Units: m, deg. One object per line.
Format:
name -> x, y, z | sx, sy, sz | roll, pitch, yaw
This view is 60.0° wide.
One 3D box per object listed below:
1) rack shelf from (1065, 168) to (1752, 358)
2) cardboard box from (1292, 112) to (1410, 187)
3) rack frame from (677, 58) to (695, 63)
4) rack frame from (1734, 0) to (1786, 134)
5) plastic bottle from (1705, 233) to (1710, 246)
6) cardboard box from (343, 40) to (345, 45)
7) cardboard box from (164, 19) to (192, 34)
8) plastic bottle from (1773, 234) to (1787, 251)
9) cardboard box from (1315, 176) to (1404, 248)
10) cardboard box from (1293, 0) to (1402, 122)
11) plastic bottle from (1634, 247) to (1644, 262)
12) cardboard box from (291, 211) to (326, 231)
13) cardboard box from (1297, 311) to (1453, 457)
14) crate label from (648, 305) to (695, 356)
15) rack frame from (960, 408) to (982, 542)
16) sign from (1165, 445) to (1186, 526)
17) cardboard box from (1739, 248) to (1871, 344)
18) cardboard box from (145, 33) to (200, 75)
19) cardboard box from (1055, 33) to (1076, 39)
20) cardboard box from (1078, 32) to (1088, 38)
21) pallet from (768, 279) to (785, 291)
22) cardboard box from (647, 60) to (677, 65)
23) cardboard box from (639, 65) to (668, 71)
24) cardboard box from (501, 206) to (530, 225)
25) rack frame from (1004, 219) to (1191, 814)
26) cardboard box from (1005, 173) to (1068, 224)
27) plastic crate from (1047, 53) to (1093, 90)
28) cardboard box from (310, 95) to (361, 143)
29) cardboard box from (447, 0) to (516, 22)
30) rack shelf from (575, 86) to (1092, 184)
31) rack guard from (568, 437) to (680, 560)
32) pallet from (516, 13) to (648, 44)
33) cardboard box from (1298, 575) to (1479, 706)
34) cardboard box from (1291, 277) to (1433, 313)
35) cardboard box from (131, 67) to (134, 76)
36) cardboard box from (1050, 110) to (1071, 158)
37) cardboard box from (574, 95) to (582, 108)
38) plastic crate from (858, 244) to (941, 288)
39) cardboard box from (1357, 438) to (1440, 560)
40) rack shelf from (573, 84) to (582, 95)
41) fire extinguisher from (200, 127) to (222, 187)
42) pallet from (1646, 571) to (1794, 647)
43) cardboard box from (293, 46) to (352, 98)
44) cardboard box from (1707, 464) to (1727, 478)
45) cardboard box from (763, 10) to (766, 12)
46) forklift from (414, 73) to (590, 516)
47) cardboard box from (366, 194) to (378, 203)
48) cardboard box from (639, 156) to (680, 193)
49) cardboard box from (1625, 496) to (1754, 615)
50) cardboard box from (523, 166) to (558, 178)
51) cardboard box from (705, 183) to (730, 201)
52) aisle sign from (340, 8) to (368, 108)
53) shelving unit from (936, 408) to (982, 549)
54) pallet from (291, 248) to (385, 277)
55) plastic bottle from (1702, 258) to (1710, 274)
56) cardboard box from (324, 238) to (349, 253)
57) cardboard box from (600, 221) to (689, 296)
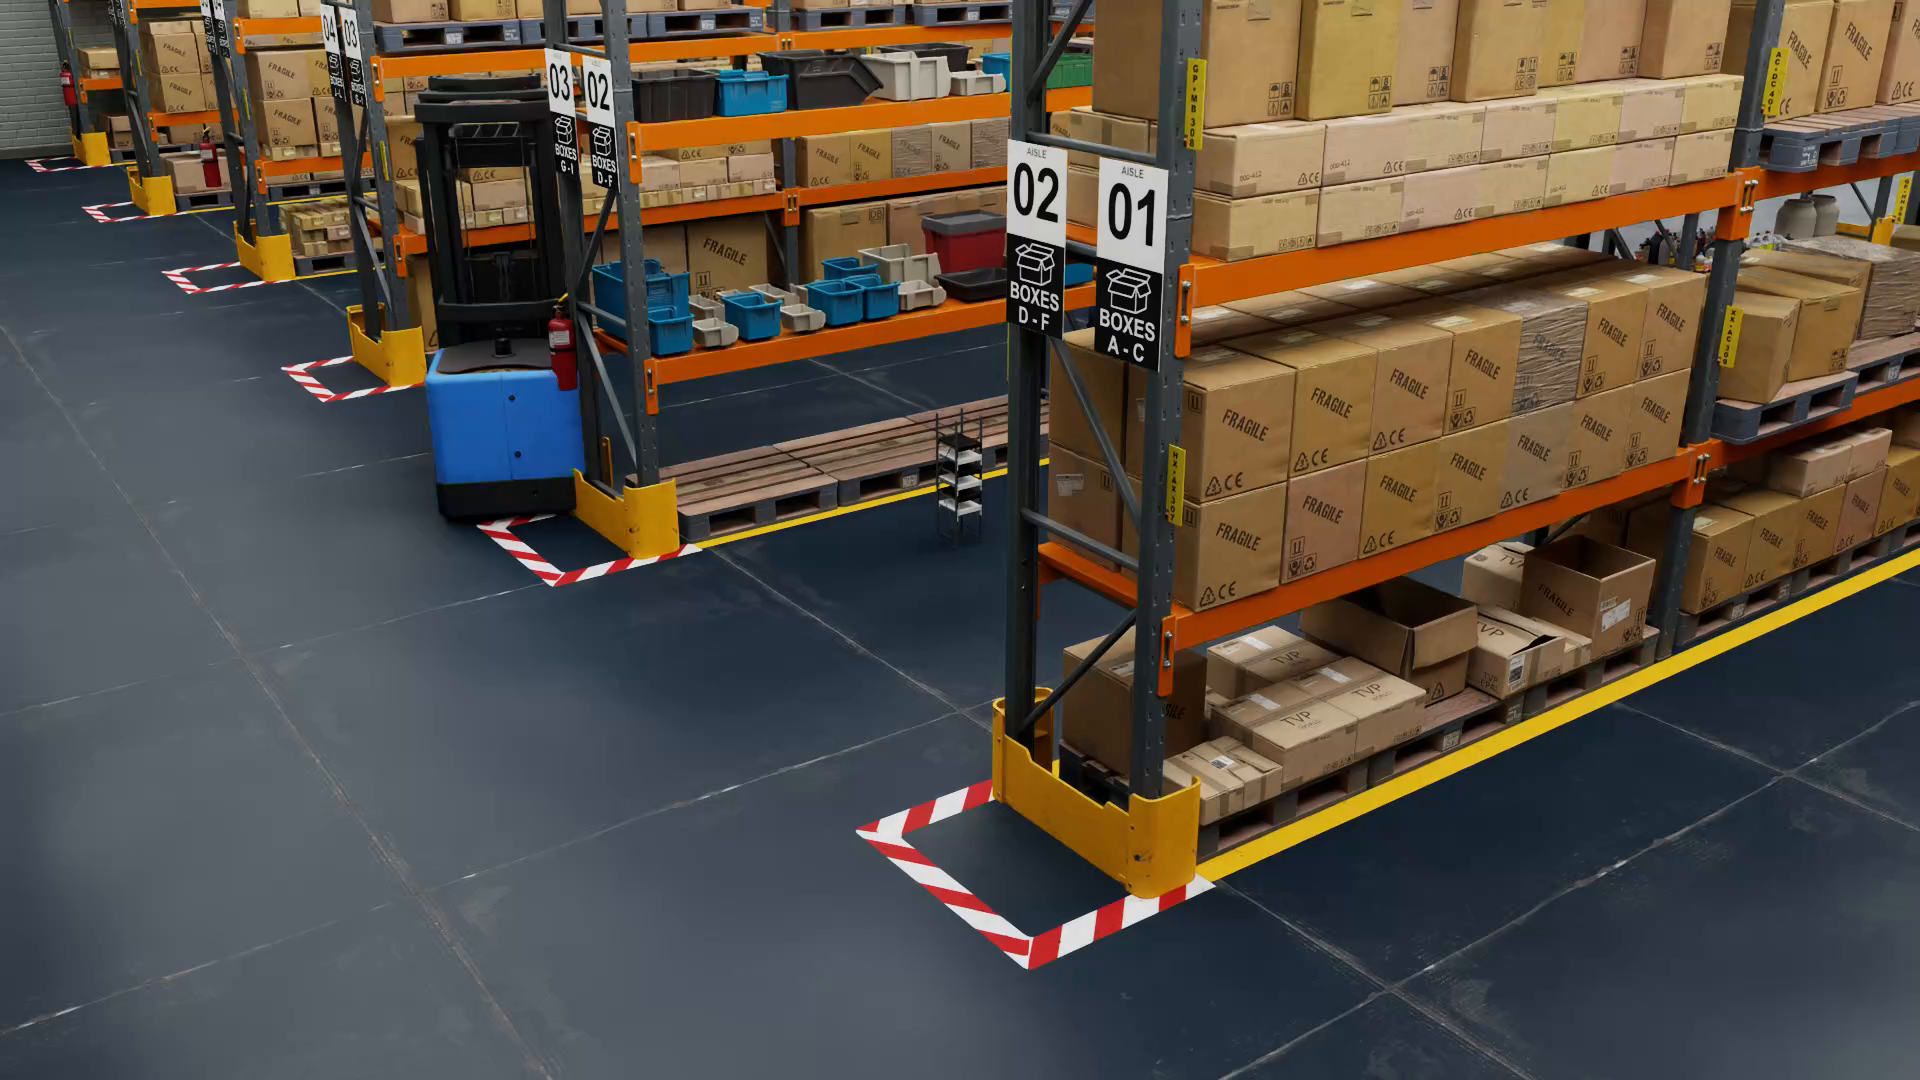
rack shelf -> 2.176, -1.474, 7.967 | 4.000, 0.370, 1.077 | -15, 26, -33
cardboard box -> 1.532, -1.677, 7.032 | 0.500, 0.250, 0.500 | -15, 26, -33
rack frame -> -4.523, -7.676, 26.586 | 0.127, 3.000, 1.000 | -15, 26, -33
rack frame -> 3.800, -3.634, 8.362 | 0.127, 3.000, 1.000 | -15, 26, -33
plastic bottle -> 8.557, -3.425, 19.115 | 0.097, 0.201, 0.097 | 0, 22, 0
cardboard box -> -6.990, -5.525, 19.310 | 0.500, 0.500, 0.500 | -13, 25, -30
cardboard box -> -10.396, -6.829, 22.102 | 0.250, 0.149, 0.380 | -14, 26, -32
plastic bottle -> 9.195, -3.300, 18.700 | 0.135, 0.276, 0.152 | -15, 26, -32
cardboard box -> 1.532, -1.445, 7.125 | 0.500, 0.250, 0.500 | -15, 26, -33
cardboard box -> 1.416, -2.085, 7.043 | 0.500, 0.500, 0.700 | -15, 26, -33
plastic bottle -> 7.516, -3.148, 18.419 | 0.097, 0.201, 0.097 | 0, 22, 0
cardboard box -> -7.421, -3.636, 18.938 | 0.250, 0.149, 0.380 | -16, 27, -35
cardboard box -> 1.896, -0.732, 7.700 | 0.500, 0.500, 0.500 | -15, 26, -32
crate label -> -1.944, -1.378, 10.947 | 0.303, 0.233, 0.416 | -15, 26, -33
rack frame -> 0.076, -0.438, 11.280 | 0.006, 0.900, 0.240 | -15, 26, -33
sign -> 0.870, -0.221, 6.735 | 0.005, 0.325, 0.100 | -15, 26, -33
cardboard box -> 5.198, -1.490, 10.383 | 0.700, 0.500, 0.500 | 17, 27, 36
cardboard box -> -10.461, -6.474, 22.089 | 0.500, 0.500, 0.500 | -16, 27, -34
cardboard box -> 1.297, -7.476, 24.601 | 0.500, 0.500, 0.700 | -15, 26, -34
cardboard box -> 2.016, -7.716, 25.025 | 0.550, 0.550, 0.875 | -15, 26, -33
pallet -> -1.400, -2.724, 17.937 | 1.213, 0.211, 1.003 | -15, 26, -33
cardboard box -> -4.782, -7.419, 26.144 | 0.500, 0.250, 0.500 | -16, 27, -35
cardboard box -> -3.944, -6.014, 21.390 | 0.250, 0.149, 0.380 | -15, 26, -33
cardboard box -> -4.123, -2.992, 15.187 | 0.250, 0.149, 0.380 | -15, 26, -34
rack frame -> 0.553, 0.018, 7.305 | 0.127, 3.000, 1.000 | -15, 26, -33
cardboard box -> 0.692, -3.760, 19.072 | 0.875, 0.875, 1.225 | -16, 27, -35
plastic crate -> 0.743, -3.451, 12.236 | 0.662, 0.188, 0.450 | -15, 26, -33
cardboard box -> -7.099, -4.800, 18.841 | 0.500, 0.500, 0.500 | -15, 26, -33
cardboard box -> -4.312, -4.859, 14.641 | 0.500, 0.500, 0.700 | -16, 27, -35
rack shelf -> -0.714, -2.965, 11.703 | 4.000, 0.370, 1.077 | -15, 26, -33
rack guard -> -2.349, -0.303, 11.482 | 0.348, 0.500, 1.175 | -15, 26, -33
pallet -> -3.642, -4.745, 15.312 | 1.213, 0.211, 1.003 | -15, 26, -33
cardboard box -> 2.278, 0.515, 8.832 | 0.637, 0.503, 0.797 | -15, 26, -33
cardboard box -> 1.998, -1.007, 8.387 | 0.500, 0.500, 0.500 | -14, 26, -31
cardboard box -> -13.120, -7.445, 26.347 | 0.250, 0.149, 0.380 | -15, 26, -34
cardboard box -> 1.008, -4.560, 18.642 | 0.500, 0.500, 0.500 | -14, 26, -31
cardboard box -> -5.859, -6.568, 26.109 | 0.875, 0.875, 0.875 | -15, 26, -32
plastic crate -> -0.437, -2.037, 12.532 | 0.530, 0.282, 0.437 | -15, 26, -33
cardboard box -> 1.892, -0.266, 7.882 | 0.500, 0.500, 0.500 | -15, 26, -33
rack shelf -> -6.147, -6.909, 25.635 | 4.000, 0.370, 1.077 | -15, 26, -33
fire extinguisher -> -8.518, -4.353, 18.864 | 0.183, 0.674, 0.296 | -15, 26, -33
pallet -> 4.438, 0.260, 10.461 | 1.213, 0.211, 1.003 | -15, 26, -33
cardboard box -> -7.119, -5.255, 18.633 | 0.500, 0.500, 0.500 | -14, 26, -31
cardboard box -> 4.846, -0.297, 10.873 | 0.500, 0.500, 0.500 | -15, 26, -32
cardboard box -> -3.360, -8.796, 27.415 | 0.250, 0.149, 0.380 | -16, 27, -35
forklift -> -3.397, -2.038, 12.550 | 1.130, 2.935, 3.031 | -4, 22, -10
cardboard box -> -6.956, -4.059, 19.998 | 0.250, 0.149, 0.380 | -14, 26, -31
cardboard box -> -3.021, -3.500, 15.921 | 0.500, 0.250, 0.500 | -14, 26, -32
cardboard box -> 4.335, 0.077, 9.935 | 0.500, 0.500, 0.500 | -16, 27, -35
cardboard box -> -3.859, -3.625, 15.223 | 0.500, 0.500, 0.500 | -16, 27, -34
cardboard box -> -2.456, -3.437, 16.300 | 0.250, 0.149, 0.380 | -15, 26, -34
aisle sign -> -5.113, -4.065, 14.028 | 0.004, 0.787, 0.394 | -15, 26, -33
shelving unit -> -0.007, -0.416, 11.225 | 0.210, 0.900, 0.258 | -15, 26, -33
pallet -> -7.303, -3.364, 19.542 | 1.213, 0.211, 1.003 | -15, 26, -33
plastic bottle -> 8.001, -2.934, 17.885 | 0.097, 0.201, 0.097 | 0, 22, 0
cardboard box -> -7.267, -3.447, 19.267 | 0.250, 0.149, 0.380 | -15, 26, -33
cardboard box -> -3.296, -2.724, 16.475 | 0.875, 0.875, 0.875 | -15, 26, -33
